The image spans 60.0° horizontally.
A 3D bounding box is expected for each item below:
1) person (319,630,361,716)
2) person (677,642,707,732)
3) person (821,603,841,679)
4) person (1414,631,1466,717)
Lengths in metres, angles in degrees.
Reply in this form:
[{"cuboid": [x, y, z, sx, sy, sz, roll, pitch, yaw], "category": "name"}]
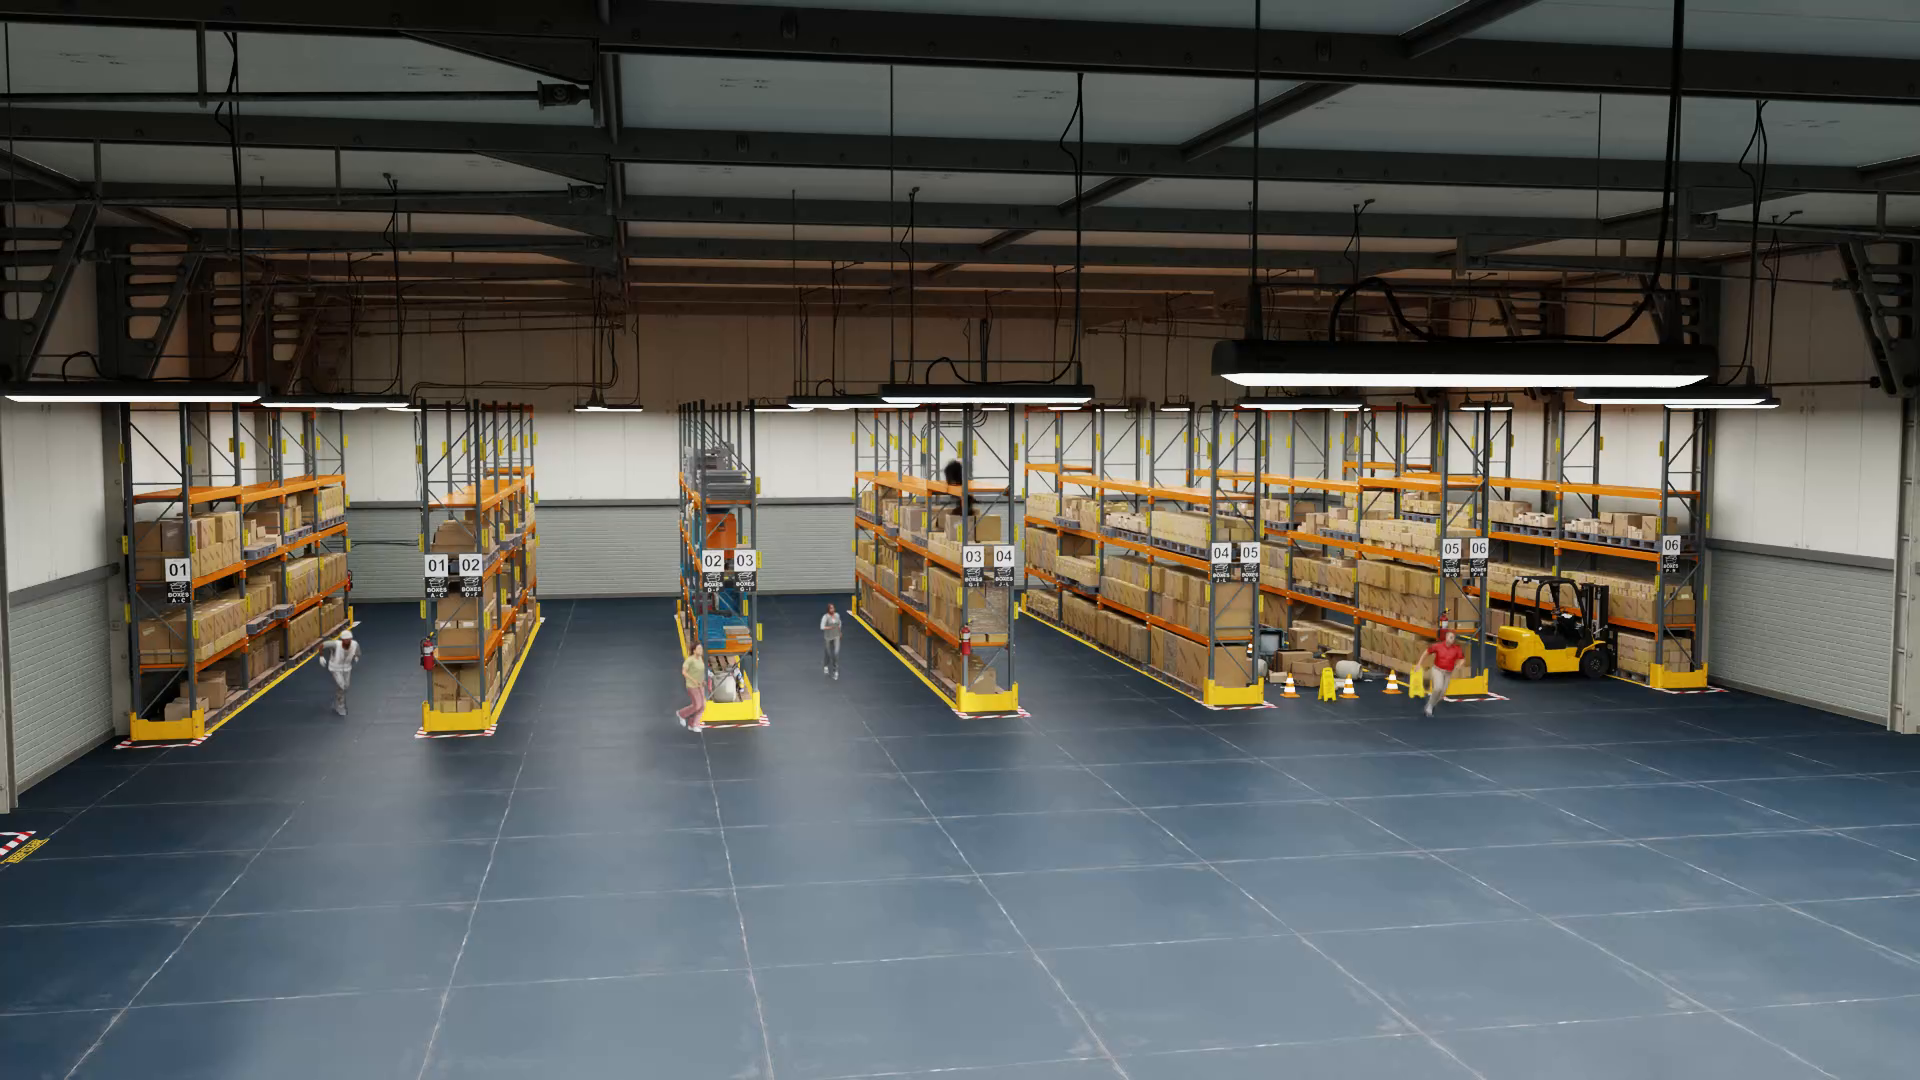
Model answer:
[{"cuboid": [-11.802, 2.528, 31.641, 0.735, 1.684, 0.987, -4, 6, -40], "category": "person"}, {"cuboid": [-4.825, 2.652, 30.050, 0.617, 1.624, 0.615, 2, 5, 27], "category": "person"}, {"cuboid": [-2.812, 2.173, 36.218, 0.511, 1.626, 0.823, -1, 5, -17], "category": "person"}, {"cuboid": [9.145, 2.549, 31.478, 0.847, 1.644, 0.714, -1, 4, -12], "category": "person"}]
